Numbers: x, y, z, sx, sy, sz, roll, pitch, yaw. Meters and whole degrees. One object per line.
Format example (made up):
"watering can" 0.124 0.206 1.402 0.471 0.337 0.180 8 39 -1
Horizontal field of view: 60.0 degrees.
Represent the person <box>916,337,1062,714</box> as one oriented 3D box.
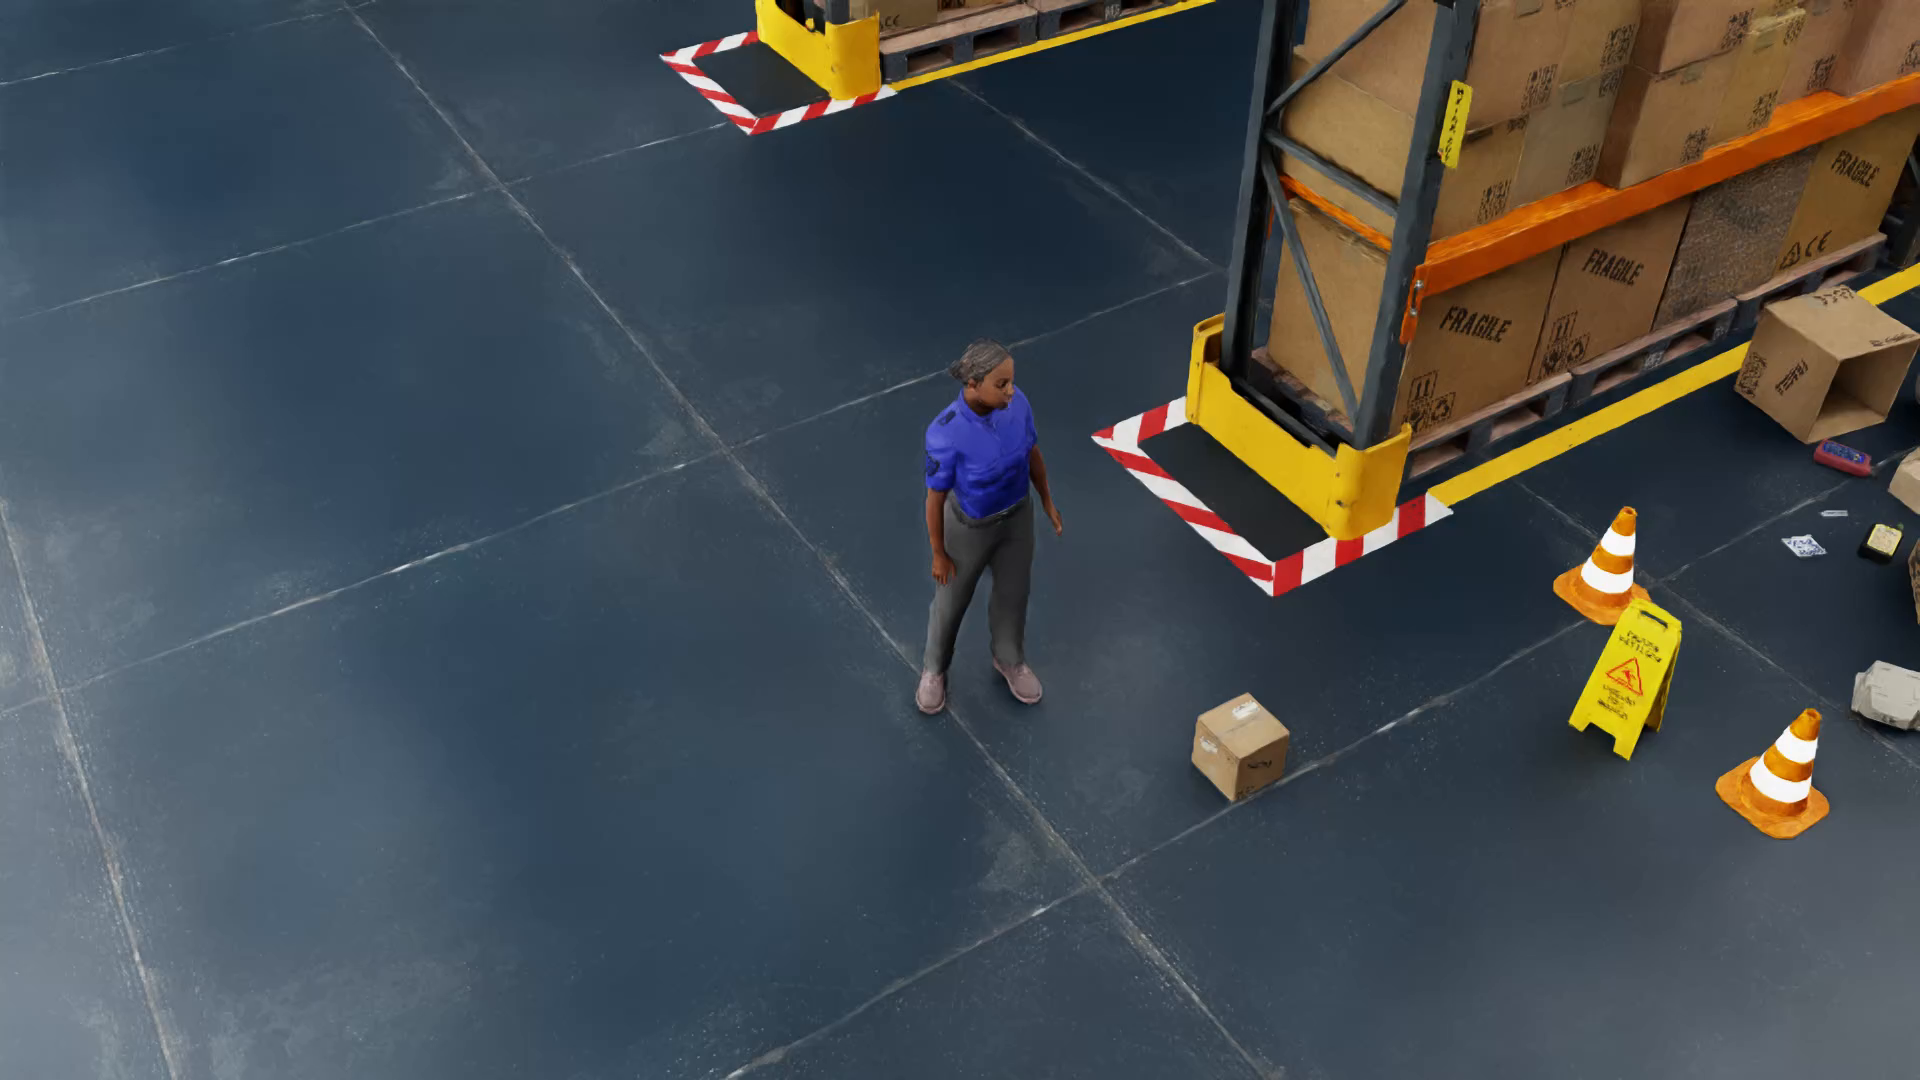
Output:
"person" 0.102 -0.047 6.190 0.605 1.662 0.430 -24 47 -25
